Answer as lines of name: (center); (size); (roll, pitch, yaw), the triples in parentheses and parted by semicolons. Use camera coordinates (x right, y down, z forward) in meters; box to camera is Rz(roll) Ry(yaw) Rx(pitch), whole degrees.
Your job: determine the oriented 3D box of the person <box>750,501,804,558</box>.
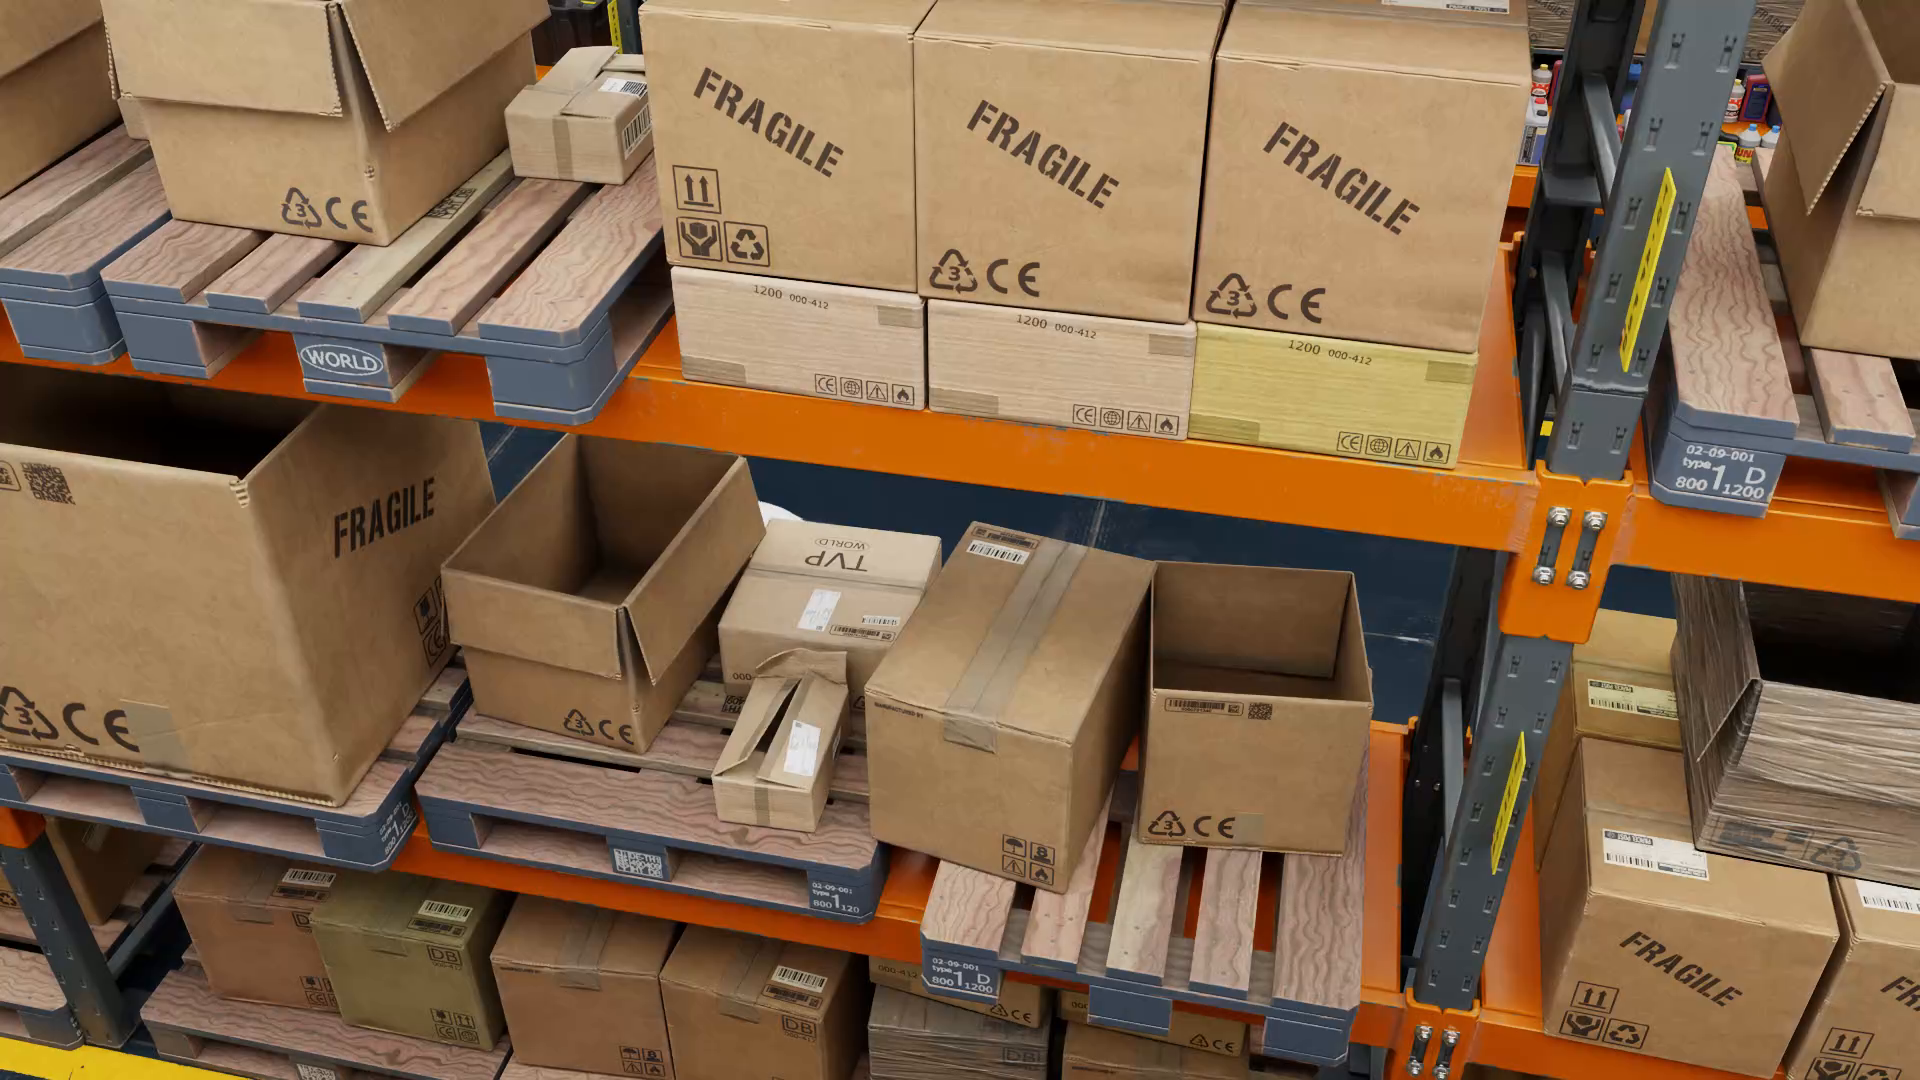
person: (-1.016, 0.164, 6.811); (0.957, 0.870, 0.526); (7, 37, 10)
